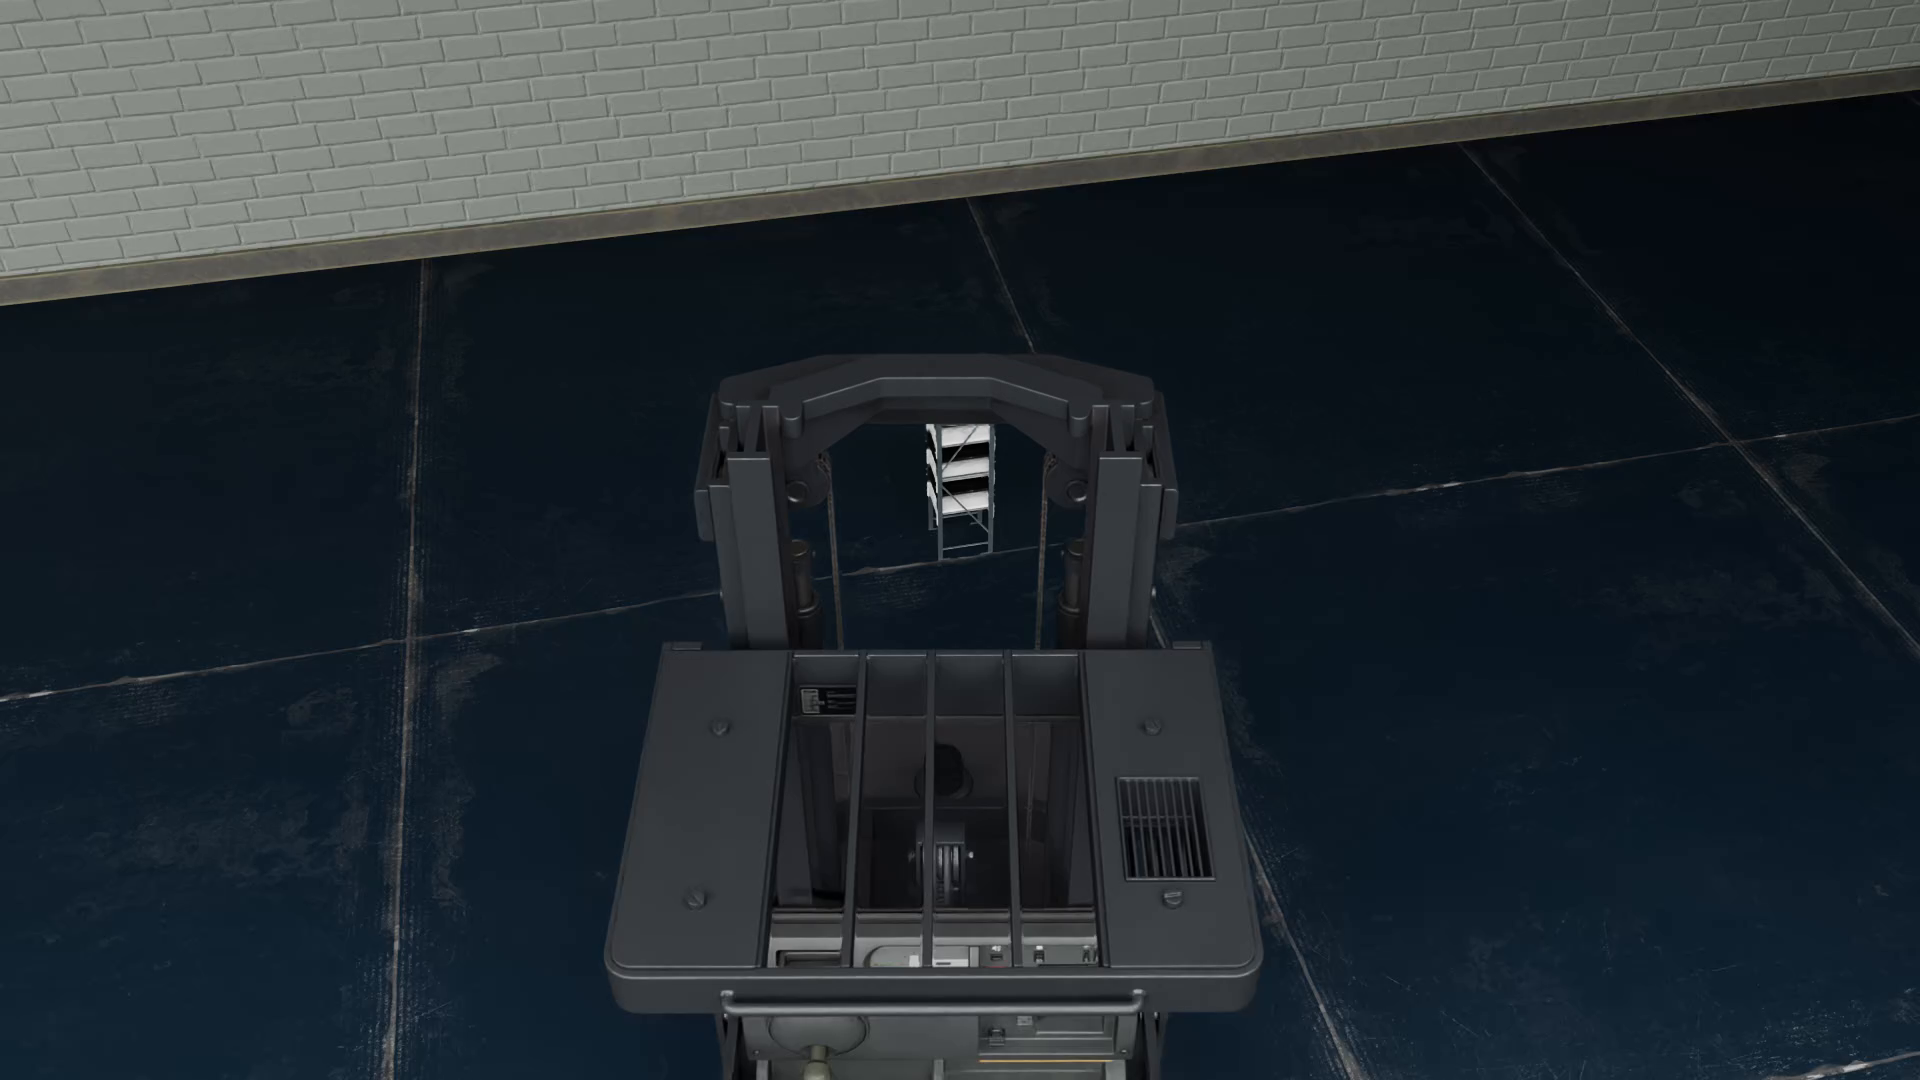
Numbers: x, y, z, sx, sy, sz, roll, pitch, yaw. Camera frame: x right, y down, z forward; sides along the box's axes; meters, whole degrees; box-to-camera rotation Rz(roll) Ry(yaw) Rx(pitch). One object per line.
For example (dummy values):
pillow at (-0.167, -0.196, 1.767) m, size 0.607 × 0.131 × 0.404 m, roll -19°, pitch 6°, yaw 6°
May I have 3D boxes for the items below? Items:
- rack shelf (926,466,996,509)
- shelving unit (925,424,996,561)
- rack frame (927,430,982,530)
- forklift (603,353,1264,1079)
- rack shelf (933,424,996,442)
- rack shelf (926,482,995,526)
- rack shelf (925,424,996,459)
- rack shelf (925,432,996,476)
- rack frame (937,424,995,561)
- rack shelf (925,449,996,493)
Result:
rack shelf at (0.002, -0.239, 7.027) m, size 0.258 × 0.077 × 0.200 m, roll -8°, pitch 42°, yaw -9°
shelving unit at (0.002, -0.331, 6.945) m, size 0.258 × 0.900 × 0.210 m, roll -8°, pitch 42°, yaw -9°
rack frame at (-0.020, -0.397, 7.020) m, size 0.240 × 0.900 × 0.006 m, roll -8°, pitch 42°, yaw -9°
forklift at (-0.044, 1.170, 3.724) m, size 1.130 × 2.935 × 3.031 m, roll 0°, pitch 42°, yaw 0°
rack shelf at (0.002, -0.508, 6.788) m, size 0.258 × 0.077 × 0.200 m, roll -8°, pitch 42°, yaw -9°
rack shelf at (0.002, -0.172, 7.087) m, size 0.258 × 0.077 × 0.200 m, roll -8°, pitch 42°, yaw -9°
rack shelf at (0.002, -0.441, 6.848) m, size 0.258 × 0.077 × 0.200 m, roll -8°, pitch 42°, yaw -9°
rack shelf at (0.002, -0.374, 6.908) m, size 0.258 × 0.077 × 0.200 m, roll -8°, pitch 42°, yaw -9°
rack frame at (0.024, -0.265, 6.871) m, size 0.240 × 0.900 × 0.006 m, roll -8°, pitch 42°, yaw -9°
rack shelf at (0.002, -0.306, 6.967) m, size 0.258 × 0.077 × 0.200 m, roll -8°, pitch 42°, yaw -9°
